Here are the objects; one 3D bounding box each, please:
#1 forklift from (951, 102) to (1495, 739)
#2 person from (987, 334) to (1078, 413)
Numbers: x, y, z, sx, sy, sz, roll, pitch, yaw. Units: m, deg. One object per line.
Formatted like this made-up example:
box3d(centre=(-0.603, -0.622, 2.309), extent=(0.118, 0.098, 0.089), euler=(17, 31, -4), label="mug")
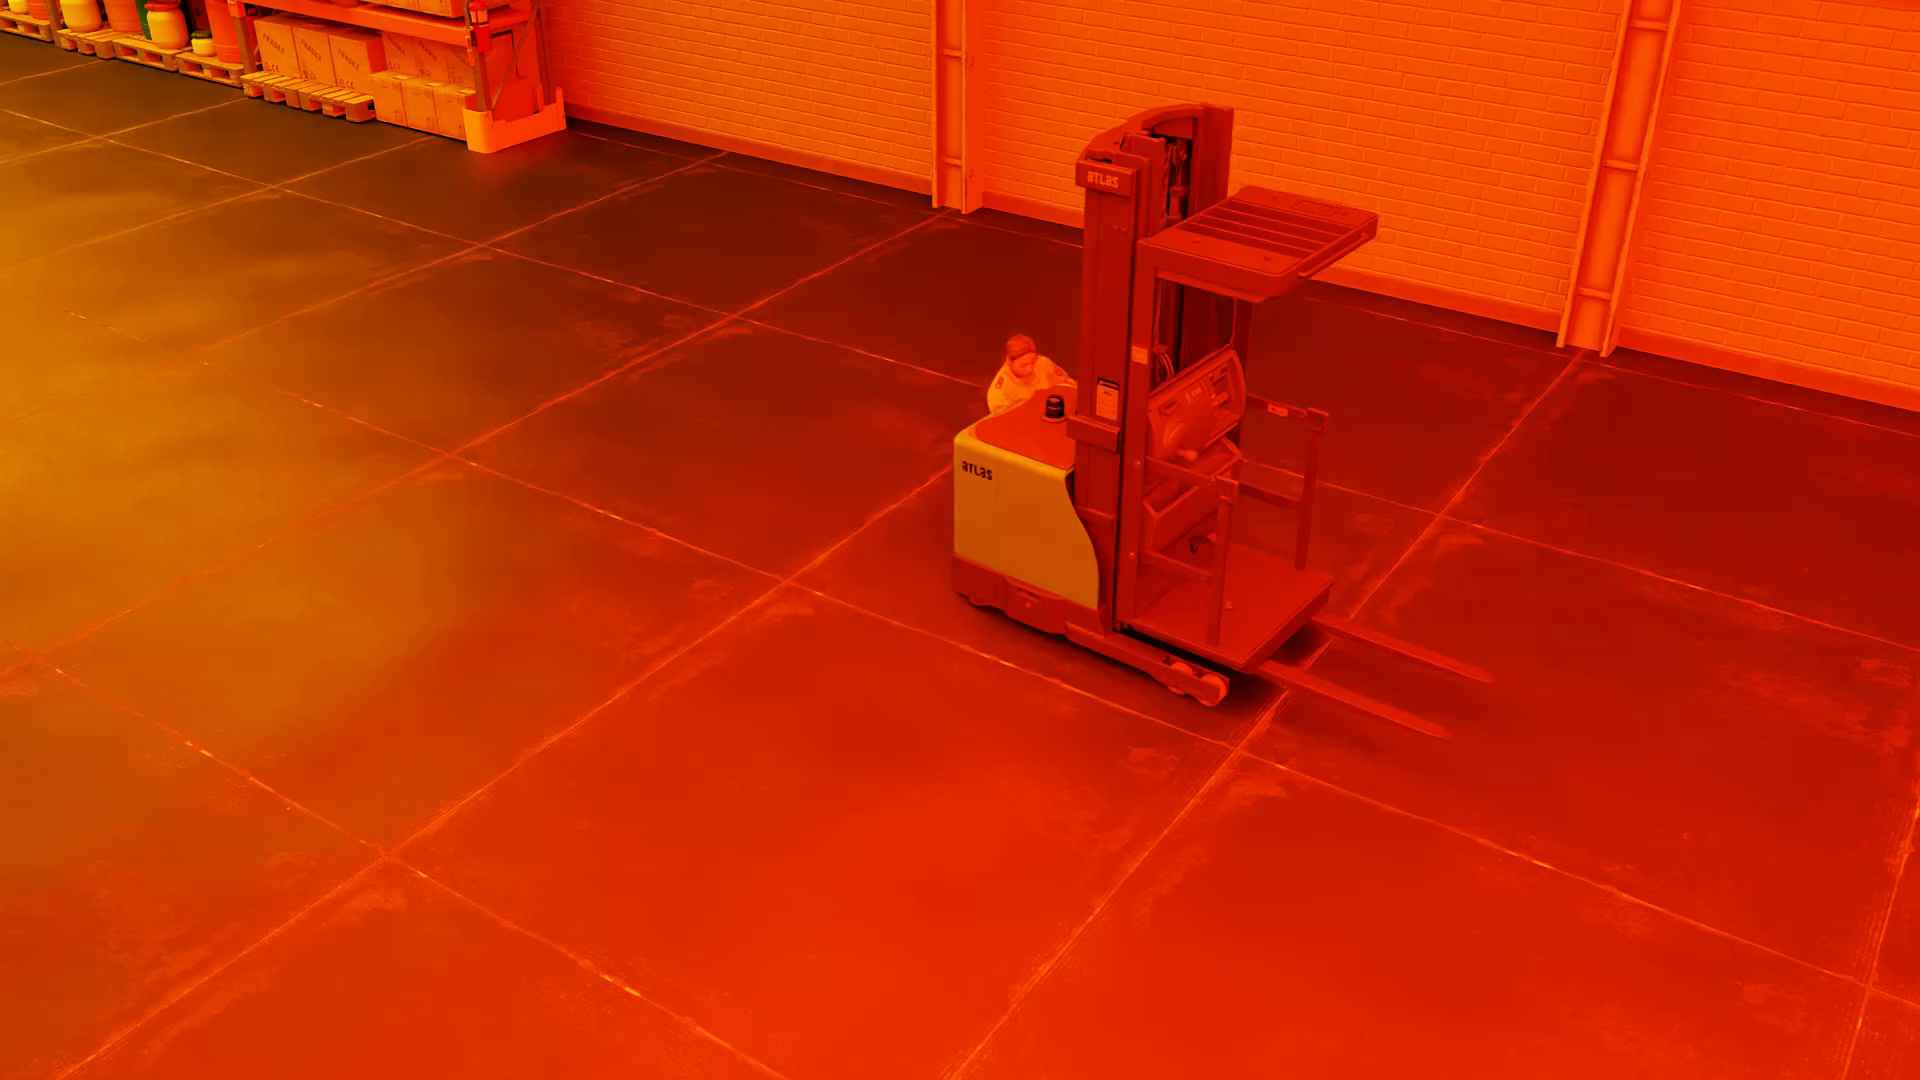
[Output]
box3d(centre=(1.428, -0.675, 8.744), extent=(3.031, 2.935, 1.130), euler=(21, 36, 32), label="forklift")
box3d(centre=(0.482, -0.498, 9.922), extent=(0.840, 1.437, 0.720), euler=(-21, 36, -32), label="person")
